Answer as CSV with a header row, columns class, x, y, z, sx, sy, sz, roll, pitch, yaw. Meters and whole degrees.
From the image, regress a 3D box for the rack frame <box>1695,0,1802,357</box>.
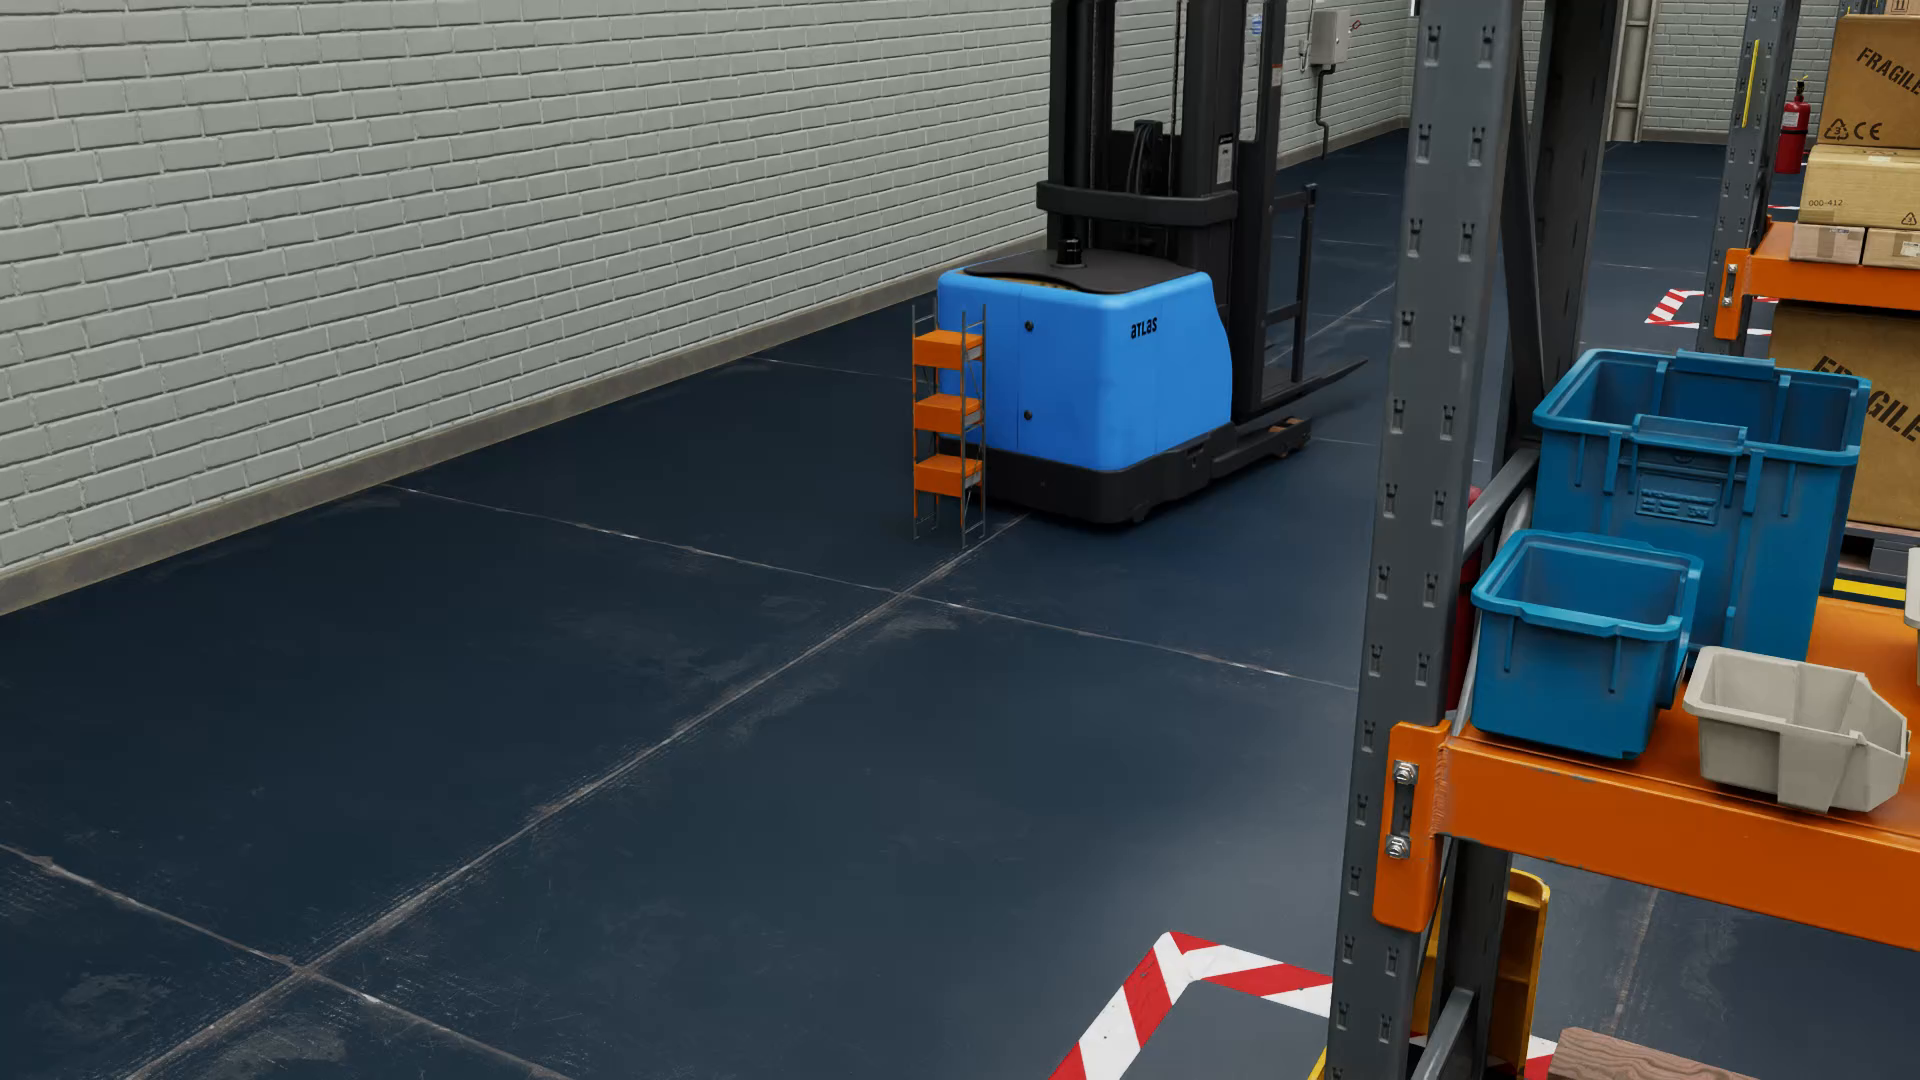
class,x,y,z,sx,sy,sz,roll,pitch,yaw
rack frame,3.358,-1.498,7.096,0.127,3.000,1.000,11,23,27

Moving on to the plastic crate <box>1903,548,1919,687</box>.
class,x,y,z,sx,sy,sz,roll,pitch,yaw
plastic crate,1.743,0.154,2.841,0.243,0.136,0.396,11,23,27

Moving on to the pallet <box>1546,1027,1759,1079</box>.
class,x,y,z,sx,sy,sz,roll,pitch,yaw
pallet,1.643,1.436,3.097,1.213,0.211,1.003,11,23,27

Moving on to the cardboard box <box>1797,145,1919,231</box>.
class,x,y,z,sx,sy,sz,roll,pitch,yaw
cardboard box,3.645,-1.407,6.629,0.500,0.250,0.500,10,22,26

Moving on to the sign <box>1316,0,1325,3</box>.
class,x,y,z,sx,sy,sz,roll,pitch,yaw
sign,4.201,-6.386,19.361,0.001,0.242,0.339,11,23,27

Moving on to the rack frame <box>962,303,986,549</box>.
class,x,y,z,sx,sy,sz,roll,pitch,yaw
rack frame,0.060,-0.482,7.155,0.008,1.050,0.200,11,23,27

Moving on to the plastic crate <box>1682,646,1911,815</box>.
class,x,y,z,sx,sy,sz,roll,pitch,yaw
plastic crate,1.237,0.289,2.468,0.298,0.136,0.250,11,23,27

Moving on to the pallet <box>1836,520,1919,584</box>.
class,x,y,z,sx,sy,sz,roll,pitch,yaw
pallet,4.094,-0.078,7.269,1.213,0.211,1.003,11,23,27

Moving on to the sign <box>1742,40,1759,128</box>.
class,x,y,z,sx,sy,sz,roll,pitch,yaw
sign,3.082,-1.778,6.482,0.005,0.325,0.100,11,23,27

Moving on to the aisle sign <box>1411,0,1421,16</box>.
class,x,y,z,sx,sy,sz,roll,pitch,yaw
aisle sign,0.735,-1.169,2.377,0.004,0.787,0.394,11,23,27

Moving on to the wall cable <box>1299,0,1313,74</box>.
class,x,y,z,sx,sy,sz,roll,pitch,yaw
wall cable,3.938,-6.281,18.791,0.122,1.984,0.588,11,23,27

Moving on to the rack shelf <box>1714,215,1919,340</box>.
class,x,y,z,sx,sy,sz,roll,pitch,yaw
rack shelf,5.104,-0.827,6.302,4.000,0.370,1.077,11,23,27

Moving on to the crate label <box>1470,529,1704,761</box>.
class,x,y,z,sx,sy,sz,roll,pitch,yaw
crate label,0.997,0.166,2.666,0.303,0.233,0.416,11,23,27

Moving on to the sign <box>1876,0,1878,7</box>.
class,x,y,z,sx,sy,sz,roll,pitch,yaw
sign,10.344,-6.172,18.712,0.005,0.325,0.100,11,23,27

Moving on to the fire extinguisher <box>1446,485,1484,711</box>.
class,x,y,z,sx,sy,sz,roll,pitch,yaw
fire extinguisher,1.032,0.028,3.550,0.183,0.674,0.296,11,23,27

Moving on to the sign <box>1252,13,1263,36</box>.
class,x,y,z,sx,sy,sz,roll,pitch,yaw
sign,3.180,-5.502,17.738,0.001,0.218,0.327,11,23,27

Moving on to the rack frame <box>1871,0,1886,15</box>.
class,x,y,z,sx,sy,sz,roll,pitch,yaw
rack frame,10.608,-5.927,19.305,0.127,3.000,1.000,11,23,27

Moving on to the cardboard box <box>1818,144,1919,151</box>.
class,x,y,z,sx,sy,sz,roll,pitch,yaw
cardboard box,3.910,-1.566,7.067,0.500,0.250,0.500,10,22,26

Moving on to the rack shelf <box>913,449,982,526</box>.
class,x,y,z,sx,sy,sz,roll,pitch,yaw
rack shelf,-0.047,-0.231,7.309,0.240,0.259,0.215,11,23,27

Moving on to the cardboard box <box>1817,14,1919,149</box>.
class,x,y,z,sx,sy,sz,roll,pitch,yaw
cardboard box,3.911,-1.917,6.935,0.500,0.500,0.500,11,23,28

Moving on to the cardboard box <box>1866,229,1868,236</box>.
class,x,y,z,sx,sy,sz,roll,pitch,yaw
cardboard box,3.829,-1.419,7.246,0.250,0.149,0.380,11,23,28

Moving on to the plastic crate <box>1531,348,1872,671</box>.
class,x,y,z,sx,sy,sz,roll,pitch,yaw
plastic crate,1.326,-0.068,3.015,0.499,0.435,0.616,11,23,27

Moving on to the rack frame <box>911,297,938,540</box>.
class,x,y,z,sx,sy,sz,roll,pitch,yaw
rack frame,-0.153,-0.523,7.267,0.008,1.050,0.200,11,23,27

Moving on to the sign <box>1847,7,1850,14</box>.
class,x,y,z,sx,sy,sz,roll,pitch,yaw
sign,5.600,-3.203,10.527,0.005,0.325,0.100,11,23,27

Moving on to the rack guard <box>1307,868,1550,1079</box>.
class,x,y,z,sx,sy,sz,roll,pitch,yaw
rack guard,0.915,1.151,3.458,0.348,0.500,1.175,11,23,27

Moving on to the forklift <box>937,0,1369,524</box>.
class,x,y,z,sx,sy,sz,roll,pitch,yaw
forklift,1.179,-1.885,8.263,1.130,2.935,3.031,15,25,35

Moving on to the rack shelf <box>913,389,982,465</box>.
class,x,y,z,sx,sy,sz,roll,pitch,yaw
rack shelf,-0.047,-0.492,7.214,0.240,0.259,0.215,11,23,27

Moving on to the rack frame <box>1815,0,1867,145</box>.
class,x,y,z,sx,sy,sz,roll,pitch,yaw
rack frame,5.865,-2.958,11.120,0.127,3.000,1.000,11,23,27

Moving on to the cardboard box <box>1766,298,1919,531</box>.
class,x,y,z,sx,sy,sz,roll,pitch,yaw
cardboard box,3.956,-0.614,7.159,0.875,0.875,0.875,11,23,27

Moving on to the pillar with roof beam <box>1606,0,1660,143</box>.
class,x,y,z,sx,sy,sz,roll,pitch,yaw
pillar with roof beam,6.594,-8.182,16.724,0.400,9.000,9.100,11,23,27

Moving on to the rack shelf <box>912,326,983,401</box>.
class,x,y,z,sx,sy,sz,roll,pitch,yaw
rack shelf,-0.047,-0.759,7.117,0.240,0.259,0.215,11,23,27

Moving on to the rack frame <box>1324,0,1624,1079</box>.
class,x,y,z,sx,sy,sz,roll,pitch,yaw
rack frame,0.942,-0.024,3.031,0.127,3.000,1.000,11,23,27

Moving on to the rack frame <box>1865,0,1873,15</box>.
class,x,y,z,sx,sy,sz,roll,pitch,yaw
rack frame,8.191,-4.448,15.229,0.127,3.000,1.000,11,23,27

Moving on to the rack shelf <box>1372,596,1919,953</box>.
class,x,y,z,sx,sy,sz,roll,pitch,yaw
rack shelf,2.688,0.647,2.237,4.000,0.370,1.077,11,23,27

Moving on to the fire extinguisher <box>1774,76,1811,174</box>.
class,x,y,z,sx,sy,sz,roll,pitch,yaw
fire extinguisher,5.870,-2.925,11.691,0.183,0.674,0.296,11,23,27

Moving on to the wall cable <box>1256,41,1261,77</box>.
class,x,y,z,sx,sy,sz,roll,pitch,yaw
wall cable,3.257,-5.871,17.617,0.123,1.953,0.585,11,23,27

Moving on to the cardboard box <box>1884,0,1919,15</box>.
class,x,y,z,sx,sy,sz,roll,pitch,yaw
cardboard box,6.127,-3.461,10.459,0.500,0.500,0.500,11,22,27

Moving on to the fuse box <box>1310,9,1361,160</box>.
class,x,y,z,sx,sy,sz,roll,pitch,yaw
fuse box,4.409,-5.374,19.672,0.414,1.711,0.539,11,23,27

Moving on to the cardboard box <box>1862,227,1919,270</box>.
class,x,y,z,sx,sy,sz,roll,pitch,yaw
cardboard box,3.732,-1.180,6.589,0.250,0.149,0.380,10,22,27

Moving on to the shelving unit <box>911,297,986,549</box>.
class,x,y,z,sx,sy,sz,roll,pitch,yaw
shelving unit,-0.047,-0.502,7.211,0.252,1.050,0.215,11,23,27

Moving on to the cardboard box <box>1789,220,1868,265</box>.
class,x,y,z,sx,sy,sz,roll,pitch,yaw
cardboard box,3.507,-1.223,6.705,0.250,0.149,0.380,11,23,28
